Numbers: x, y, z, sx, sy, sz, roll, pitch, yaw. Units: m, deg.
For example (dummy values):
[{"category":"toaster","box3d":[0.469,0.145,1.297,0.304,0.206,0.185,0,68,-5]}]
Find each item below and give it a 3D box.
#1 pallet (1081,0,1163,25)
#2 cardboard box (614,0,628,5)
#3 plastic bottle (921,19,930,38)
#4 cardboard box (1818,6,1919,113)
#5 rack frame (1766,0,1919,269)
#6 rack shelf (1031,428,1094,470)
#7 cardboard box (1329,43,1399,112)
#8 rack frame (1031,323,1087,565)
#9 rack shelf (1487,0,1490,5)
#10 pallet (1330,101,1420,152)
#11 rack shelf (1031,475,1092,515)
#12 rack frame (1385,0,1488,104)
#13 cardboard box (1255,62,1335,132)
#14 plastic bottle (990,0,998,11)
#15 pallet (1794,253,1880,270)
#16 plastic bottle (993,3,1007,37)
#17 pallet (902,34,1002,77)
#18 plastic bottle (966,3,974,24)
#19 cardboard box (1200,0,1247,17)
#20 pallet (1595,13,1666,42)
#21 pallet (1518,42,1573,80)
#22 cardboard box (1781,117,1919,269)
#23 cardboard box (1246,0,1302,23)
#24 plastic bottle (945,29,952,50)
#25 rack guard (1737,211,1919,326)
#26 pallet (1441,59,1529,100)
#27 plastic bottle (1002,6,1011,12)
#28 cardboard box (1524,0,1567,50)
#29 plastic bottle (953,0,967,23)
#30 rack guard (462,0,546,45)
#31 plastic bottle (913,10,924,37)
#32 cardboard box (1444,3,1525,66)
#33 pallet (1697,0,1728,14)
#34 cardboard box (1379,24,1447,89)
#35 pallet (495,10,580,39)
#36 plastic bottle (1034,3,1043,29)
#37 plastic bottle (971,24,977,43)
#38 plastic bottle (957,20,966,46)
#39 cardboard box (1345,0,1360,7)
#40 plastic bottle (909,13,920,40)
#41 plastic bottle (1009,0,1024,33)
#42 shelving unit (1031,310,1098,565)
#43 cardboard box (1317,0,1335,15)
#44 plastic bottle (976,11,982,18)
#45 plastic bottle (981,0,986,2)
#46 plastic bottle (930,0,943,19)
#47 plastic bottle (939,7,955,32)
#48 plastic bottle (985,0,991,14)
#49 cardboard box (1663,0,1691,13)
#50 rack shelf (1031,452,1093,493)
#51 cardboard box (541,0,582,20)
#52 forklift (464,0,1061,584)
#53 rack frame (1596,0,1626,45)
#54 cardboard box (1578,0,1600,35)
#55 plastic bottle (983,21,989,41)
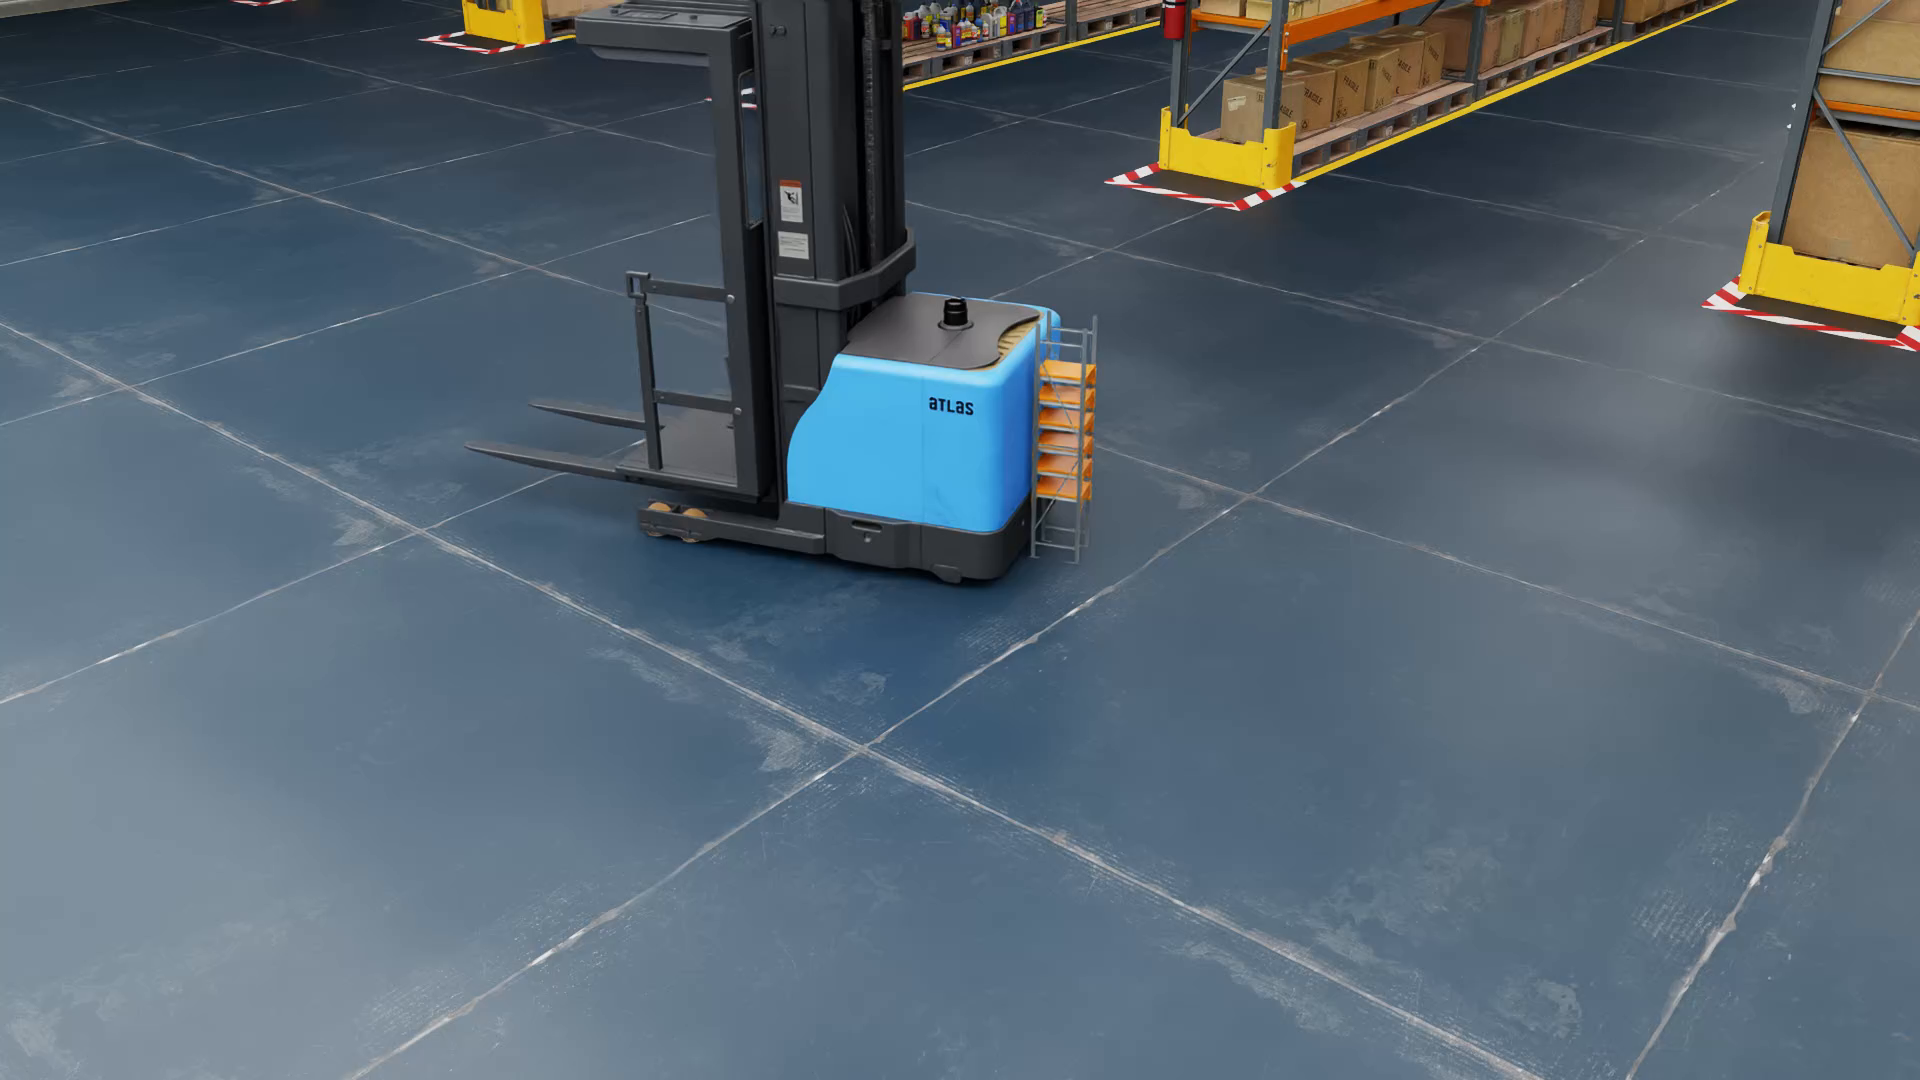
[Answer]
[{"category":"pallet","box3d":[2.191,-6.808,21.180,1.003,0.211,1.213,21,34,34]},{"category":"cardboard box","box3d":[-4.272,-6.799,20.663,0.500,0.250,0.500,21,34,34]},{"category":"plastic bottle","box3d":[-0.390,-5.736,18.640,0.097,0.201,0.097,0,27,0]},{"category":"cardboard box","box3d":[6.188,-3.182,10.973,0.875,0.550,0.550,21,34,34]},{"category":"rack frame","box3d":[5.987,-2.971,10.728,1.000,3.000,0.127,21,34,34]},{"category":"rack shelf","box3d":[0.487,-0.432,7.876,0.258,0.103,0.180,9,29,16]},{"category":"cardboard box","box3d":[3.790,-4.372,15.700,0.500,0.500,0.500,17,32,30]},{"category":"rack frame","box3d":[0.458,-0.432,7.778,0.240,1.200,0.006,9,29,16]},{"category":"rack shelf","box3d":[6.040,-6.264,17.877,1.077,0.370,4.000,21,34,34]},{"category":"pallet","box3d":[3.592,-3.953,15.661,1.003,0.211,1.213,21,34,34]},{"category":"rack shelf","box3d":[0.487,-0.219,7.986,0.258,0.103,0.180,9,29,16]},{"category":"rack frame","box3d":[4.768,-5.874,16.341,1.000,3.000,0.127,21,34,34]},{"category":"cardboard box","box3d":[2.988,-3.971,14.925,0.500,0.500,0.500,-18,32,-31]},{"category":"plastic bottle","box3d":[0.405,-6.321,19.694,0.097,0.271,0.097,0,27,0]},{"category":"pallet","box3d":[6.435,-2.039,11.961,1.003,0.211,1.213,21,34,34]},{"category":"plastic bottle","box3d":[0.431,-5.846,18.689,0.144,0.351,0.185,21,34,34]},{"category":"pallet","box3d":[-0.289,-5.423,18.503,1.003,0.211,1.213,21,34,34]},{"category":"plastic bottle","box3d":[0.113,-6.054,19.178,0.097,0.271,0.097,0,27,0]},{"category":"cardboard box","box3d":[2.246,-4.506,13.969,0.380,0.149,0.250,21,34,34]},{"category":"pallet","box3d":[7.872,-6.312,20.221,1.003,0.211,1.213,21,34,34]},{"category":"pallet","box3d":[6.038,-5.347,18.356,1.003,0.211,1.213,21,34,34]},{"category":"cardboard box","box3d":[6.367,-2.473,11.622,0.875,0.875,0.875,21,34,35]},{"category":"cardboard box","box3d":[2.589,-4.376,13.718,0.380,0.149,0.250,21,34,34]},{"category":"plastic bottle","box3d":[-0.139,-5.445,18.077,0.097,0.201,0.097,0,27,0]},{"category":"rack guard","box3d":[5.971,-1.852,11.286,1.175,0.500,0.348,21,34,34]},{"category":"pallet","box3d":[5.262,-4.912,17.516,1.003,0.211,1.213,21,34,34]},{"category":"plastic bottle","box3d":[0.507,-5.961,18.994,0.152,0.276,0.135,21,34,34]},{"category":"cardboard box","box3d":[6.203,-5.731,18.305,0.700,0.500,0.500,24,36,38]},{"category":"plastic bottle","box3d":[-0.008,-6.109,19.198,0.144,0.351,0.185,19,33,32]},{"category":"rack guard","box3d":[-5.433,-6.234,19.756,1.175,0.500,0.348,21,34,34]},{"category":"plastic bottle","box3d":[-0.499,-5.799,18.681,0.152,0.276,0.135,20,33,33]},{"category":"cardboard box","box3d":[5.493,-5.335,17.539,0.700,0.500,0.500,21,34,34]},{"category":"pallet","box3d":[9.424,-7.177,21.893,1.003,0.211,1.213,21,34,34]},{"category":"cardboard box","box3d":[4.483,-4.821,16.567,0.500,0.500,0.500,20,33,33]},{"category":"pallet","box3d":[-4.964,-6.398,20.387,1.003,0.211,1.213,21,34,34]},{"category":"plastic bottle","box3d":[0.895,-6.044,19.146,0.061,0.283,0.133,23,35,37]},{"category":"plastic bottle","box3d":[0.140,-5.600,18.377,0.097,0.201,0.097,0,27,0]},{"category":"plastic bottle","box3d":[0.014,-5.561,18.225,0.097,0.271,0.097,0,27,0]},{"category":"cardboard box","box3d":[3.241,-4.725,14.391,0.380,0.149,0.250,21,34,34]},{"category":"plastic bottle","box3d":[-0.504,-5.722,18.524,0.061,0.283,0.133,21,34,34]},{"category":"plastic bottle","box3d":[0.637,-5.960,18.911,0.144,0.351,0.185,19,33,32]},{"category":"shelving unit","box3d":[0.487,-0.471,7.855,0.258,1.200,0.189,9,29,16]},{"category":"cardboard box","box3d":[2.933,-4.543,14.041,0.380,0.149,0.250,21,34,34]},{"category":"plastic bottle","box3d":[0.242,-5.790,18.656,0.061,0.283,0.133,21,34,34]},{"category":"plastic bottle","box3d":[0.221,-6.200,19.456,0.152,0.276,0.135,22,35,36]},{"category":"plastic bottle","box3d":[-0.278,-5.958,18.907,0.144,0.351,0.185,20,34,34]},{"category":"plastic bottle","box3d":[-0.148,-5.891,18.858,0.152,0.276,0.135,21,34,34]},{"category":"plastic bottle","box3d":[0.303,-6.172,19.394,0.061,0.283,0.133,21,34,34]},{"category":"cardboard box","box3d":[8.340,-7.088,20.542,1.225,0.875,0.875,21,34,35]},{"category":"rack shelf","box3d":[0.487,-0.325,7.931,0.258,0.103,0.180,9,29,16]},{"category":"cardboard box","box3d":[-4.905,-6.443,19.976,0.500,0.250,0.500,21,34,34]},{"category":"forklift","box3d":[-1.070,-1.503,7.966,3.031,2.935,1.130,9,29,18]},{"category":"rack frame","box3d":[7.312,-7.293,19.082,1.000,3.000,0.127,21,34,34]},{"category":"cardboard box","box3d":[6.902,-6.134,19.085,0.700,0.500,0.500,19,33,32]},{"category":"plastic bottle","box3d":[0.271,-5.673,18.518,0.097,0.201,0.097,0,27,0]}]
